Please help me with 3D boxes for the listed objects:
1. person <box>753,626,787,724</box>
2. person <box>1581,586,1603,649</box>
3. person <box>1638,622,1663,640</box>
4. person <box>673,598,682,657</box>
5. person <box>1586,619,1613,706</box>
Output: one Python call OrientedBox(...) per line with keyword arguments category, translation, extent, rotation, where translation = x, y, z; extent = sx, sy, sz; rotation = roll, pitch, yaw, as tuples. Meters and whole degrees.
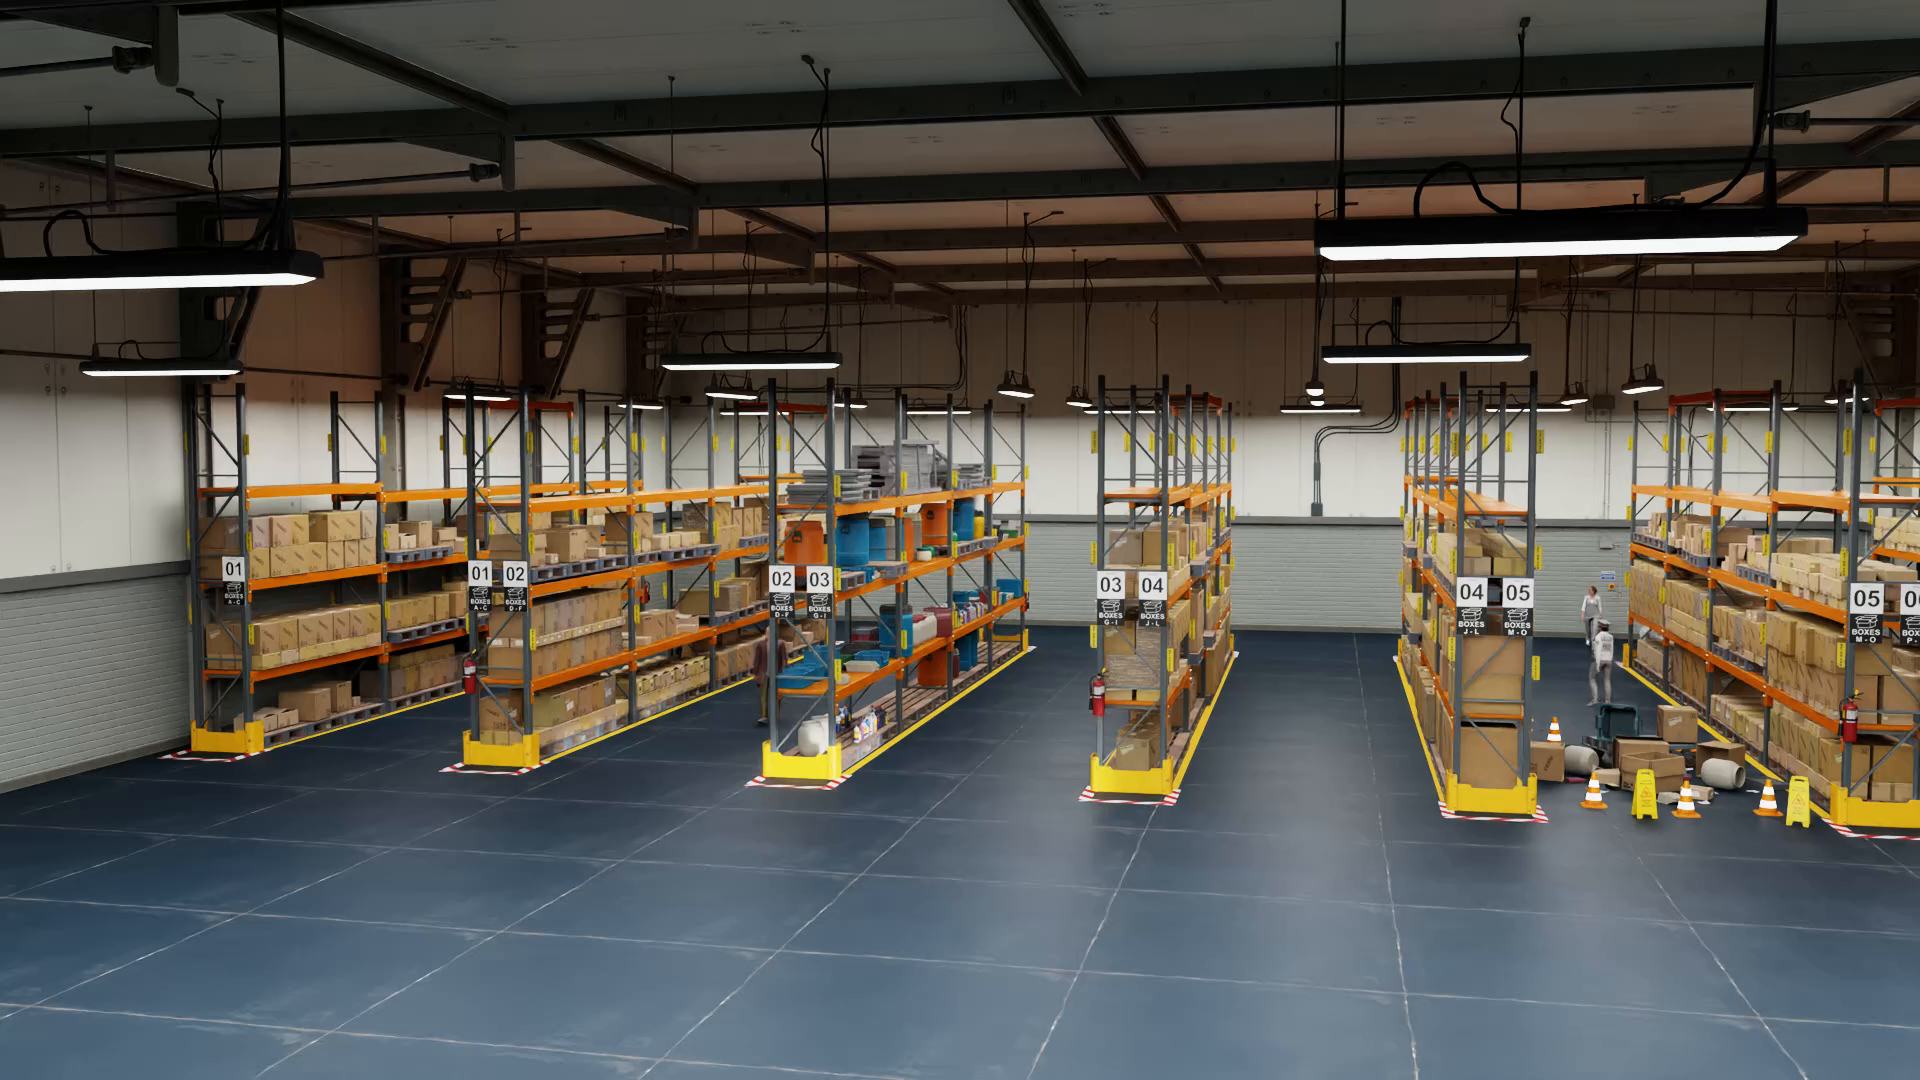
OrientedBox(category="person", translation=(-3.431, 2.416, 30.050), extent=(0.626, 1.741, 1.068), rotation=(0, 3, -7))
OrientedBox(category="person", translation=(15.497, 1.891, 40.770), extent=(0.493, 1.521, 1.008), rotation=(1, 4, 22))
OrientedBox(category="person", translation=(16.291, 1.884, 39.205), extent=(1.034, 1.754, 0.552), rotation=(0, 3, 6))
OrientedBox(category="person", translation=(-6.423, 2.070, 37.591), extent=(0.403, 1.535, 0.994), rotation=(1, 3, 11))
OrientedBox(category="person", translation=(12.266, 2.368, 31.661), extent=(0.476, 1.712, 0.527), rotation=(0, 3, -5))
